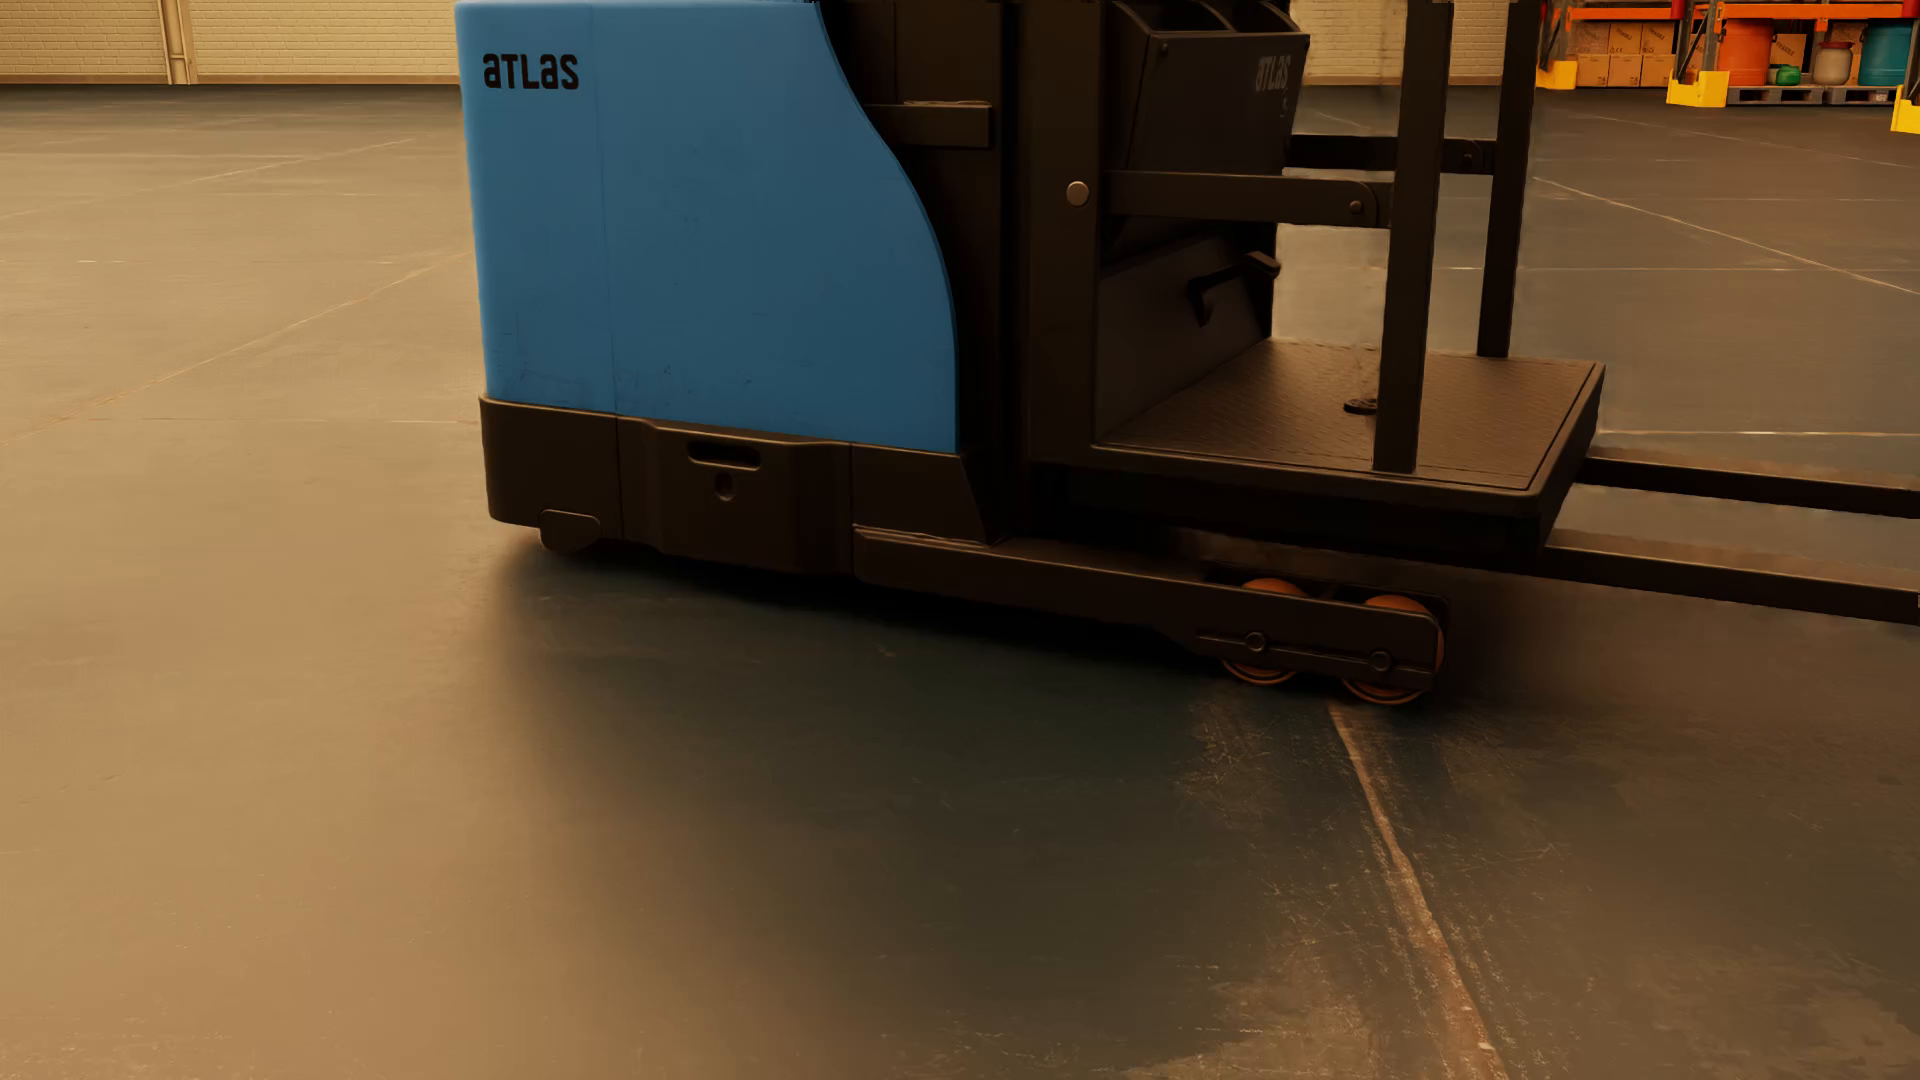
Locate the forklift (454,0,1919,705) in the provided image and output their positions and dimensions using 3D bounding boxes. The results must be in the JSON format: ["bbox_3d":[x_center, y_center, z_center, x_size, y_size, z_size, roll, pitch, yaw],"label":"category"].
[{"bbox_3d":[0.620,-1.325,2.698,3.031,2.935,1.130,8,19,24],"label":"forklift"}]
